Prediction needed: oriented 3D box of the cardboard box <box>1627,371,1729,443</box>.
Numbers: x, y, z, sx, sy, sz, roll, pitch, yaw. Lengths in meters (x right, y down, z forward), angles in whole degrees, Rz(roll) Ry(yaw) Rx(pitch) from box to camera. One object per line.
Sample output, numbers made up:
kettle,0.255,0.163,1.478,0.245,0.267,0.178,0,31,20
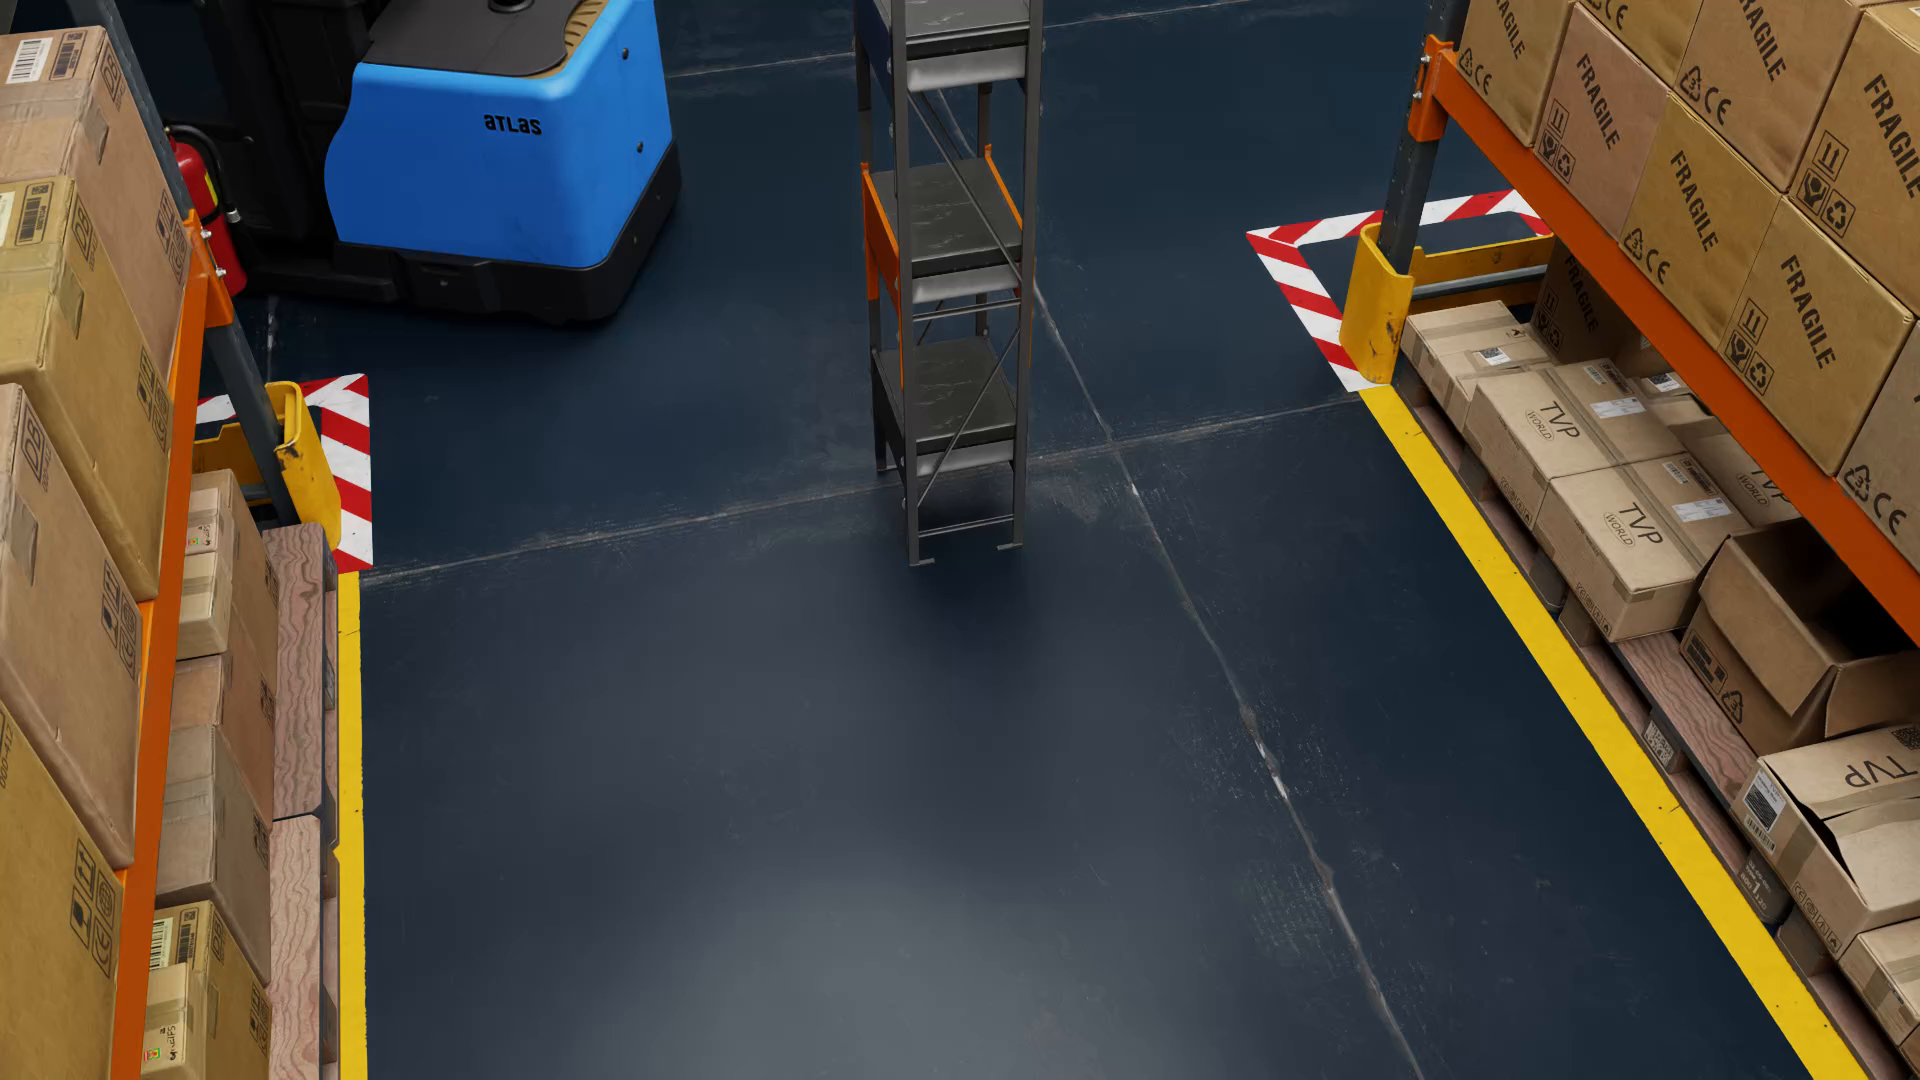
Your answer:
cardboard box,2.453,-0.445,5.762,0.380,0.166,0.250,-11,47,-10

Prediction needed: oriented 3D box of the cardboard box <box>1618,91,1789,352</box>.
cardboard box,2.181,-0.887,4.449,0.500,0.500,0.500,-11,47,-10

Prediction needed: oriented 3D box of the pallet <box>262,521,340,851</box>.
pallet,-2.448,0.513,5.100,1.003,0.211,1.213,-11,47,-10

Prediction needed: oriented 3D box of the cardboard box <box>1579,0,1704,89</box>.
cardboard box,2.059,-1.580,4.428,0.500,0.500,0.500,-10,46,-10

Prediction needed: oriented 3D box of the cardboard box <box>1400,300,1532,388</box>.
cardboard box,1.834,-0.713,6.037,0.380,0.149,0.250,-11,47,-10

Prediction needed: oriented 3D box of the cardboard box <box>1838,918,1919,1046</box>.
cardboard box,2.509,1.107,4.253,0.380,0.149,0.250,-11,47,-10

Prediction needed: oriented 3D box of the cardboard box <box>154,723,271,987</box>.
cardboard box,-2.195,0.885,4.239,0.700,0.500,0.500,-12,47,-12

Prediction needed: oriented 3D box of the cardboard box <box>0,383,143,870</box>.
cardboard box,-2.205,0.273,3.173,0.980,0.700,0.700,-13,47,-12

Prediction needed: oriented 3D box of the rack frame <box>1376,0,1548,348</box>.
rack frame,2.059,-1.909,5.521,1.000,3.000,0.127,-11,47,-10

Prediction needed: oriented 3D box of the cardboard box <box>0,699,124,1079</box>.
cardboard box,-2.009,0.773,2.682,0.980,0.700,0.700,-12,47,-11

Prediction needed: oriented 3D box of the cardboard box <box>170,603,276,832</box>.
cardboard box,-2.324,0.537,4.579,0.700,0.500,0.500,-11,47,-10

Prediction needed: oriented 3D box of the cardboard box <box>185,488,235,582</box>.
cardboard box,-2.243,0.020,4.632,0.380,0.149,0.250,-11,47,-11

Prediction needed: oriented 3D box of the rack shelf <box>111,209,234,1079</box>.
rack shelf,-2.216,0.632,3.534,1.077,0.370,4.000,-11,47,-10

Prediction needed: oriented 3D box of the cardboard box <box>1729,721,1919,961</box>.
cardboard box,2.471,0.780,4.460,0.500,0.311,0.500,-11,47,-10

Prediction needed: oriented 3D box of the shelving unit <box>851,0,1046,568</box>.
shelving unit,-0.042,-0.849,5.112,0.431,2.100,0.503,-11,47,-10

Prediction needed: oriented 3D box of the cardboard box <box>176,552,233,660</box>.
cardboard box,-2.177,0.197,4.459,0.380,0.149,0.250,-10,46,-9

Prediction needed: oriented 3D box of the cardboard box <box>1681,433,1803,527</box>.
cardboard box,2.651,-0.109,5.374,0.500,0.250,0.500,-11,47,-10

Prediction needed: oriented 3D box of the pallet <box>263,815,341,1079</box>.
pallet,-2.139,1.354,4.276,1.003,0.211,1.213,-11,47,-10

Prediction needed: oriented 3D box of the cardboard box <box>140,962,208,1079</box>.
cardboard box,-1.842,1.096,3.577,0.380,0.149,0.250,-12,47,-11

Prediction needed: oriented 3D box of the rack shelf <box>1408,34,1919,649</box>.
rack shelf,2.571,-0.277,4.425,1.077,0.370,4.000,-11,47,-10

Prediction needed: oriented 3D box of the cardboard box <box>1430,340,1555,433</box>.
cardboard box,1.898,-0.547,5.862,0.380,0.166,0.250,-11,47,-10

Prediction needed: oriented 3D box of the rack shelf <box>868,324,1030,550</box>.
rack shelf,-0.042,-0.350,5.622,0.431,0.518,0.480,-11,47,-10

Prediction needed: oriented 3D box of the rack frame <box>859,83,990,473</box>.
rack frame,-0.105,-1.018,5.277,0.400,2.100,0.015,-11,47,-10

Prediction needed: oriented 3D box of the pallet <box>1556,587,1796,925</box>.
pallet,2.593,0.510,5.102,1.003,0.211,1.213,-11,47,-10

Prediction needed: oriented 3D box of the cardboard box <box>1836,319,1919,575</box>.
cardboard box,2.440,-0.191,3.767,0.500,0.500,0.500,-10,46,-9

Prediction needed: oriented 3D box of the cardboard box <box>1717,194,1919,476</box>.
cardboard box,2.307,-0.542,4.111,0.500,0.500,0.500,-10,46,-10

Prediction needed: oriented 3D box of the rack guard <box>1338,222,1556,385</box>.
rack guard,2.079,-0.982,6.362,1.175,0.500,0.348,-11,47,-10

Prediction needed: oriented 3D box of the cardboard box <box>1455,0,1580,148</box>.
cardboard box,1.918,-1.590,5.138,0.500,0.500,0.500,-10,46,-9

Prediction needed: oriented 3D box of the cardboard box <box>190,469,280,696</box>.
cardboard box,-2.452,0.192,4.918,0.700,0.500,0.500,-11,47,-10

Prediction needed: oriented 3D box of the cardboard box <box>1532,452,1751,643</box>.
cardboard box,2.180,0.017,5.250,0.500,0.250,0.500,-11,47,-10

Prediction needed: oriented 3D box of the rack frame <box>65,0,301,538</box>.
rack frame,-2.728,-1.001,4.631,1.000,3.000,0.127,-11,47,-10

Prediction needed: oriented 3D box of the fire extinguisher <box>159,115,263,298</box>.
fire extinguisher,-2.321,-1.032,4.976,0.296,0.674,0.183,-11,47,-10

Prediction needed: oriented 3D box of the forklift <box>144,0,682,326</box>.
forklift,-2.759,-2.383,6.033,3.031,2.935,1.130,7,46,7

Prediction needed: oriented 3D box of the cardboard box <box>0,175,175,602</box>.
cardboard box,-2.391,-0.255,3.690,0.980,0.700,0.700,-11,47,-11

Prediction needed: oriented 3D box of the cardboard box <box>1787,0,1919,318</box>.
cardboard box,2.313,-0.883,3.745,0.500,0.500,0.500,-11,47,-11

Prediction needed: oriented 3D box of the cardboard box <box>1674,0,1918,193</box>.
cardboard box,2.183,-1.234,4.089,0.500,0.500,0.500,-10,46,-10

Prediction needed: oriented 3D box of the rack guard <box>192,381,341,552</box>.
rack guard,-2.734,-0.143,5.540,1.175,0.500,0.348,-11,47,-10

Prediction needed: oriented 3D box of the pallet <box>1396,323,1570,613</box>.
pallet,2.284,-0.330,5.926,1.003,0.211,1.213,-11,47,-10

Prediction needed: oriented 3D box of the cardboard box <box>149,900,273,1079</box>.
cardboard box,-2.051,1.251,3.880,0.700,0.500,0.500,-10,46,-9

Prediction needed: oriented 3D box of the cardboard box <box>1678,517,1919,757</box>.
cardboard box,2.597,0.276,4.819,0.797,0.503,0.637,-11,47,-10

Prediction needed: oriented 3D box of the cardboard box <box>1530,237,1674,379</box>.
cardboard box,2.437,-0.858,5.933,0.500,0.500,0.500,-11,47,-10

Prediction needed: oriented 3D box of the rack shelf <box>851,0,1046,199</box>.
rack shelf,-0.042,-1.330,4.622,0.431,0.518,0.480,-11,47,-10

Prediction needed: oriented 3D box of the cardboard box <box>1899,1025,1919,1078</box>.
cardboard box,2.663,1.232,3.885,0.500,0.500,0.500,-11,47,-10

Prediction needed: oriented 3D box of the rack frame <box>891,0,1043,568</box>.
rack frame,0.020,-0.681,4.947,0.400,2.100,0.015,-11,47,-10

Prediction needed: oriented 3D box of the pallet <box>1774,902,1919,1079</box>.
pallet,2.908,1.354,4.275,1.003,0.211,1.213,-11,47,-10

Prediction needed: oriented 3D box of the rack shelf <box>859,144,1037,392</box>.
rack shelf,-0.042,-0.840,5.122,0.431,0.518,0.480,-11,47,-10

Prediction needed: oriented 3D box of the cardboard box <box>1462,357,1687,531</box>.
cardboard box,2.052,-0.328,5.589,0.500,0.250,0.500,-11,47,-10

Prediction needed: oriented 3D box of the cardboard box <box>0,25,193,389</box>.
cardboard box,-2.588,-0.756,4.180,0.980,0.700,0.700,-9,46,-9

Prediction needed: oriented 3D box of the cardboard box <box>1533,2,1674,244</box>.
cardboard box,2.055,-1.234,4.790,0.500,0.500,0.500,-11,47,-11
